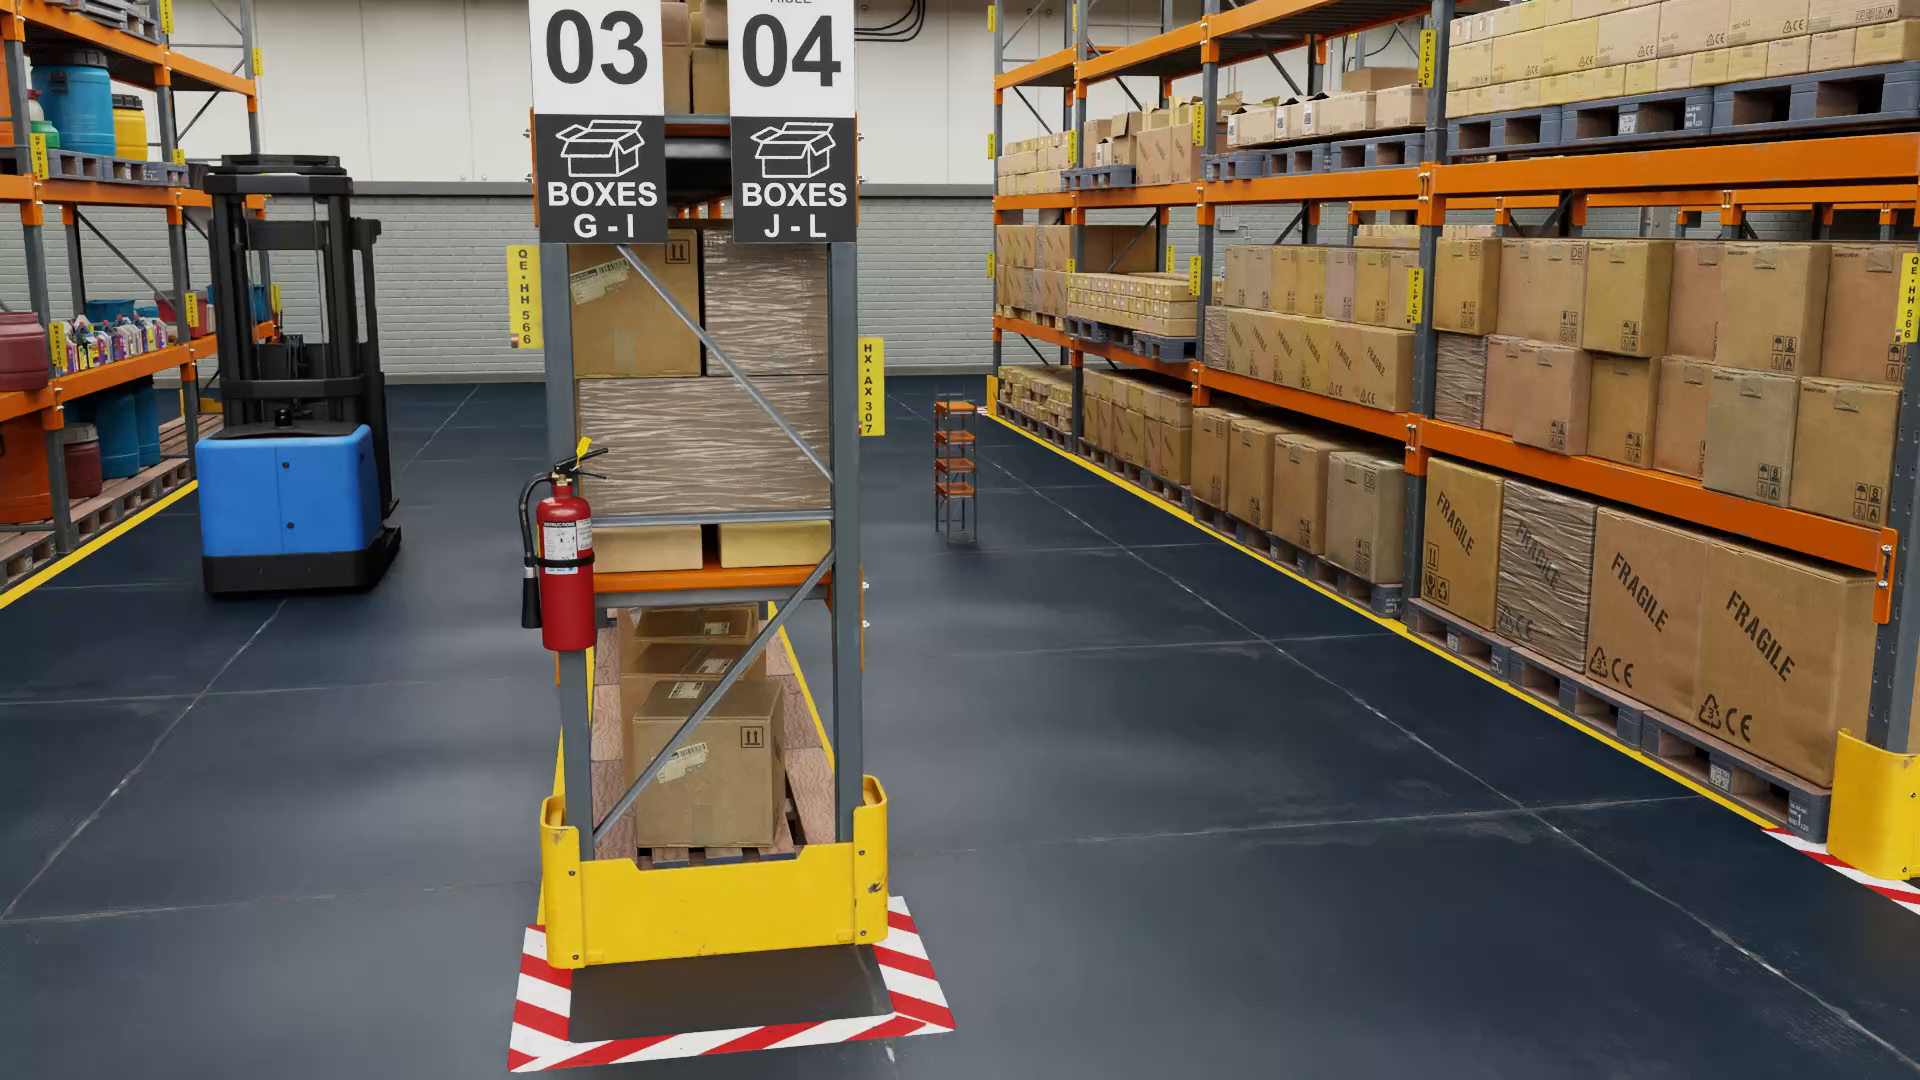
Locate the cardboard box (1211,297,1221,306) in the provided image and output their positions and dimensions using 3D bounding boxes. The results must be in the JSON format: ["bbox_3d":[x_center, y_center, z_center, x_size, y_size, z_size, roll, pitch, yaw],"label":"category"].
[{"bbox_3d":[2.487,-2.118,15.053,0.380,0.149,0.250,-2,11,-13],"label":"cardboard box"}]

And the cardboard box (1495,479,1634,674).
[{"bbox_3d":[3.504,0.160,8.893,0.875,0.875,0.875,-2,11,-11],"label":"cardboard box"}]

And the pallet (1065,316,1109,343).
[{"bbox_3d":[1.722,-2.188,17.183,1.003,0.211,1.213,-2,11,-11],"label":"pallet"}]

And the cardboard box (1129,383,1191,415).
[{"bbox_3d":[1.911,-1.343,15.786,0.500,0.250,0.500,-2,11,-10],"label":"cardboard box"}]

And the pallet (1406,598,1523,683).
[{"bbox_3d":[3.343,0.552,9.734,1.003,0.211,1.213,-2,11,-11],"label":"pallet"}]

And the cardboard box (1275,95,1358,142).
[{"bbox_3d":[2.616,-3.052,12.037,0.500,0.311,0.500,-2,11,-12],"label":"cardboard box"}]

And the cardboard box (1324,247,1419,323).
[{"bbox_3d":[2.969,-1.779,11.577,0.700,0.500,0.500,-2,11,-11],"label":"cardboard box"}]

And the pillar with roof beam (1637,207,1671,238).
[{"bbox_3d":[6.779,-6.859,25.166,9.100,9.000,0.400,-2,11,-11],"label":"pillar with roof beam"}]

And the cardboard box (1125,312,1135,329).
[{"bbox_3d":[1.751,-2.039,15.434,0.380,0.149,0.250,-3,11,-14],"label":"cardboard box"}]

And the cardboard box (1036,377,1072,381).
[{"bbox_3d":[1.124,-1.868,19.897,0.380,0.149,0.250,-2,11,-11],"label":"cardboard box"}]

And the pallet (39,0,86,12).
[{"bbox_3d":[-7.360,-4.143,12.473,1.213,0.211,1.003,-2,11,-11],"label":"pallet"}]

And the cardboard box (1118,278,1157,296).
[{"bbox_3d":[1.699,-2.380,15.635,0.380,0.149,0.250,-2,11,-8],"label":"cardboard box"}]

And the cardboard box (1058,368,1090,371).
[{"bbox_3d":[1.457,-2.081,21.015,0.380,0.149,0.250,-2,11,-12],"label":"cardboard box"}]

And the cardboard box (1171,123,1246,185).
[{"bbox_3d":[2.133,-3.312,14.287,0.500,0.500,0.500,-2,11,-11],"label":"cardboard box"}]

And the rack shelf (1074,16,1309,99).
[{"bbox_3d":[2.105,-4.458,15.546,1.077,0.370,4.000,-2,11,-11],"label":"rack shelf"}]

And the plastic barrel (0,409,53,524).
[{"bbox_3d":[-7.362,-0.581,12.910,0.600,0.830,0.708,-2,11,-11],"label":"plastic barrel"}]

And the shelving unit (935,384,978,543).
[{"bbox_3d":[-0.032,-0.620,13.244,0.258,1.200,0.503,-2,11,-11],"label":"shelving unit"}]

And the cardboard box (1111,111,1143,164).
[{"bbox_3d":[1.887,-3.870,16.086,0.797,0.503,0.637,-2,11,-12],"label":"cardboard box"}]

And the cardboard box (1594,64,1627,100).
[{"bbox_3d":[3.305,-2.208,8.033,0.380,0.149,0.250,-2,11,-10],"label":"cardboard box"}]

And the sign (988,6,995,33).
[{"bbox_3d":[0.405,-6.587,21.025,0.100,0.325,0.005,-2,11,-11],"label":"sign"}]

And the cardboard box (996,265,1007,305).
[{"bbox_3d":[0.754,-3.264,21.261,0.500,0.500,0.500,-2,11,-8],"label":"cardboard box"}]

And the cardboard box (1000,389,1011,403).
[{"bbox_3d":[0.725,-1.859,21.445,0.380,0.149,0.250,-2,11,-10],"label":"cardboard box"}]

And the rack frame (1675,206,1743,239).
[{"bbox_3d":[10.642,-3.541,23.779,1.000,3.000,0.127,-2,11,-11],"label":"rack frame"}]

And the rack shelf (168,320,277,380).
[{"bbox_3d":[-8.417,-2.099,18.127,1.077,0.370,4.000,-2,11,-11],"label":"rack shelf"}]

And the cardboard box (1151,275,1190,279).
[{"bbox_3d":[2.138,-2.592,16.747,0.380,0.149,0.250,-2,11,-11],"label":"cardboard box"}]

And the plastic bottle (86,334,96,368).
[{"bbox_3d":[-7.173,-1.554,13.683,0.097,0.271,0.097,0,11,0],"label":"plastic bottle"}]

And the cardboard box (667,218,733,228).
[{"bbox_3d":[-1.631,-1.450,10.067,1.000,1.000,1.000,-2,11,-11],"label":"cardboard box"}]

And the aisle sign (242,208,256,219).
[{"bbox_3d":[-8.532,-4.120,19.869,0.394,0.787,0.004,-2,11,-11],"label":"aisle sign"}]

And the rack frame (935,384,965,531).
[{"bbox_3d":[-0.080,-0.665,13.479,0.240,1.200,0.015,-2,11,-11],"label":"rack frame"}]

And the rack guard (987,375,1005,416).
[{"bbox_3d":[0.952,-1.919,21.944,1.175,0.500,0.348,-2,11,-11],"label":"rack guard"}]

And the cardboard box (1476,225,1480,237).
[{"bbox_3d":[6.235,-3.582,19.320,0.380,0.149,0.250,-2,11,-10],"label":"cardboard box"}]

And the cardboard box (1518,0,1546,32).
[{"bbox_3d":[3.158,-2.739,8.690,0.380,0.149,0.250,-2,11,-12],"label":"cardboard box"}]

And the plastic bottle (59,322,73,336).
[{"bbox_3d":[-8.240,-1.859,15.273,0.152,0.276,0.135,-2,11,-11],"label":"plastic bottle"}]

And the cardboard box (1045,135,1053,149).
[{"bbox_3d":[1.176,-4.507,18.831,0.380,0.149,0.250,-3,11,-13],"label":"cardboard box"}]

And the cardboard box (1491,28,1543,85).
[{"bbox_3d":[3.192,-2.570,8.867,0.500,0.250,0.500,-2,11,-11],"label":"cardboard box"}]

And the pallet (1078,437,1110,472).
[{"bbox_3d":[1.868,-0.915,17.440,1.003,0.211,1.213,-2,11,-11],"label":"pallet"}]

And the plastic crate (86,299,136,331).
[{"bbox_3d":[-8.453,-2.181,16.513,0.392,0.384,0.575,-2,11,-11],"label":"plastic crate"}]

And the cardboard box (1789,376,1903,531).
[{"bbox_3d":[3.933,-0.367,6.701,0.875,0.550,0.550,-2,11,-11],"label":"cardboard box"}]

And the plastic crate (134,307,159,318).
[{"bbox_3d":[-8.766,-2.413,18.138,0.416,0.233,0.300,-2,11,-11],"label":"plastic crate"}]

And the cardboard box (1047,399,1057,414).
[{"bbox_3d":[1.208,-1.524,18.885,0.380,0.149,0.250,-3,11,-13],"label":"cardboard box"}]

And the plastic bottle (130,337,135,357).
[{"bbox_3d":[-7.389,-1.723,14.759,0.097,0.201,0.097,0,11,0],"label":"plastic bottle"}]

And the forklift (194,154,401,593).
[{"bbox_3d":[-4.828,-1.316,12.273,1.130,2.935,3.031,-2,11,-13],"label":"forklift"}]

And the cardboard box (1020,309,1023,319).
[{"bbox_3d":[0.954,-2.828,20.702,0.380,0.149,0.250,-2,11,-8],"label":"cardboard box"}]

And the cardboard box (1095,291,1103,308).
[{"bbox_3d":[1.550,-2.376,16.410,0.380,0.149,0.250,-2,11,-9],"label":"cardboard box"}]

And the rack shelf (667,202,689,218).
[{"bbox_3d":[-3.558,-3.753,18.793,1.077,0.370,4.000,-2,11,-11],"label":"rack shelf"}]

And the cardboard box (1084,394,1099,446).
[{"bbox_3d":[1.599,-1.261,17.361,0.500,0.500,0.500,-2,11,-9],"label":"cardboard box"}]

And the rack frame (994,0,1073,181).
[{"bbox_3d":[0.938,-6.108,21.223,1.000,3.000,0.127,-2,11,-11],"label":"rack frame"}]

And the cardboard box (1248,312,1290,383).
[{"bbox_3d":[2.515,-1.465,12.606,0.500,0.500,0.500,-2,11,-11],"label":"cardboard box"}]

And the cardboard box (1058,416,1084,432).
[{"bbox_3d":[1.305,-1.293,18.469,0.380,0.149,0.250,-2,11,-10],"label":"cardboard box"}]

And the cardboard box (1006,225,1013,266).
[{"bbox_3d":[0.869,-3.663,20.685,0.500,0.500,0.500,-2,11,-9],"label":"cardboard box"}]

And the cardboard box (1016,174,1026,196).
[{"bbox_3d":[0.985,-4.279,20.034,0.500,0.250,0.500,-2,11,-13],"label":"cardboard box"}]

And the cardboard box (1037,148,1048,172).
[{"bbox_3d":[1.181,-4.340,19.017,0.500,0.250,0.500,-2,11,-9],"label":"cardboard box"}]

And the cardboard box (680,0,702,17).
[{"bbox_3d":[-0.859,-2.262,6.634,0.500,0.500,0.500,-2,11,-11],"label":"cardboard box"}]

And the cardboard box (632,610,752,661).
[{"bbox_3d":[-1.193,0.618,7.492,0.500,0.500,0.500,-1,11,-6],"label":"cardboard box"}]

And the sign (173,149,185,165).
[{"bbox_3d":[-7.488,-3.583,15.955,0.100,0.325,0.005,-2,11,-11],"label":"sign"}]

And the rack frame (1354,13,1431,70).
[{"bbox_3d":[5.773,-6.307,22.266,1.000,3.000,0.127,-2,11,-11],"label":"rack frame"}]
